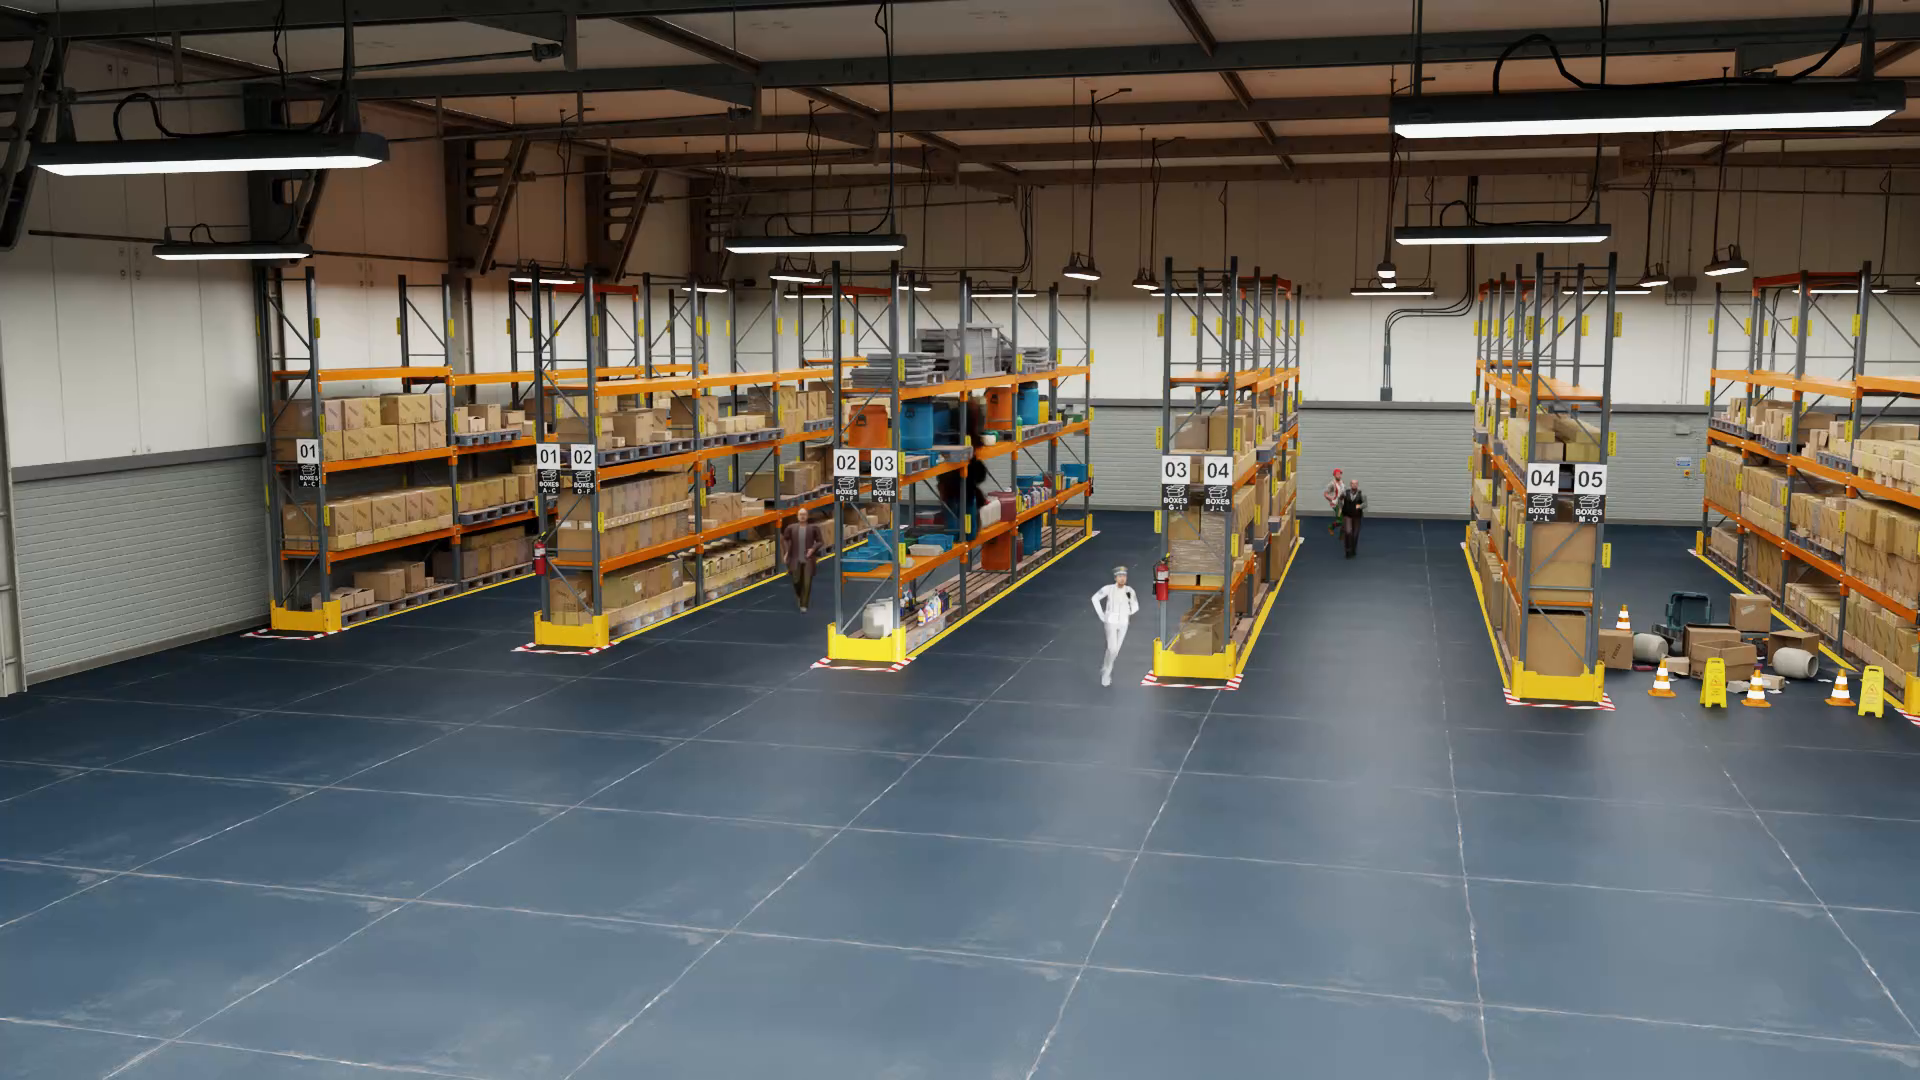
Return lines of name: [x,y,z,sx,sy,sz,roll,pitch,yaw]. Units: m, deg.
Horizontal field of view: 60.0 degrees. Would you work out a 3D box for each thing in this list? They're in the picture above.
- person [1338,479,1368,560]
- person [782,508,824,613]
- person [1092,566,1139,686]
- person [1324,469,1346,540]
person: [8.583,-0.454,36.356,0.622,1.773,0.833,1,7,8]
person: [-2.619,0.350,27.634,0.707,1.746,0.579,0,7,-2]
person: [2.216,1.210,23.510,0.638,1.706,0.630,-2,7,-12]
person: [8.976,-0.841,39.475,0.661,1.703,0.573,-6,9,-39]
